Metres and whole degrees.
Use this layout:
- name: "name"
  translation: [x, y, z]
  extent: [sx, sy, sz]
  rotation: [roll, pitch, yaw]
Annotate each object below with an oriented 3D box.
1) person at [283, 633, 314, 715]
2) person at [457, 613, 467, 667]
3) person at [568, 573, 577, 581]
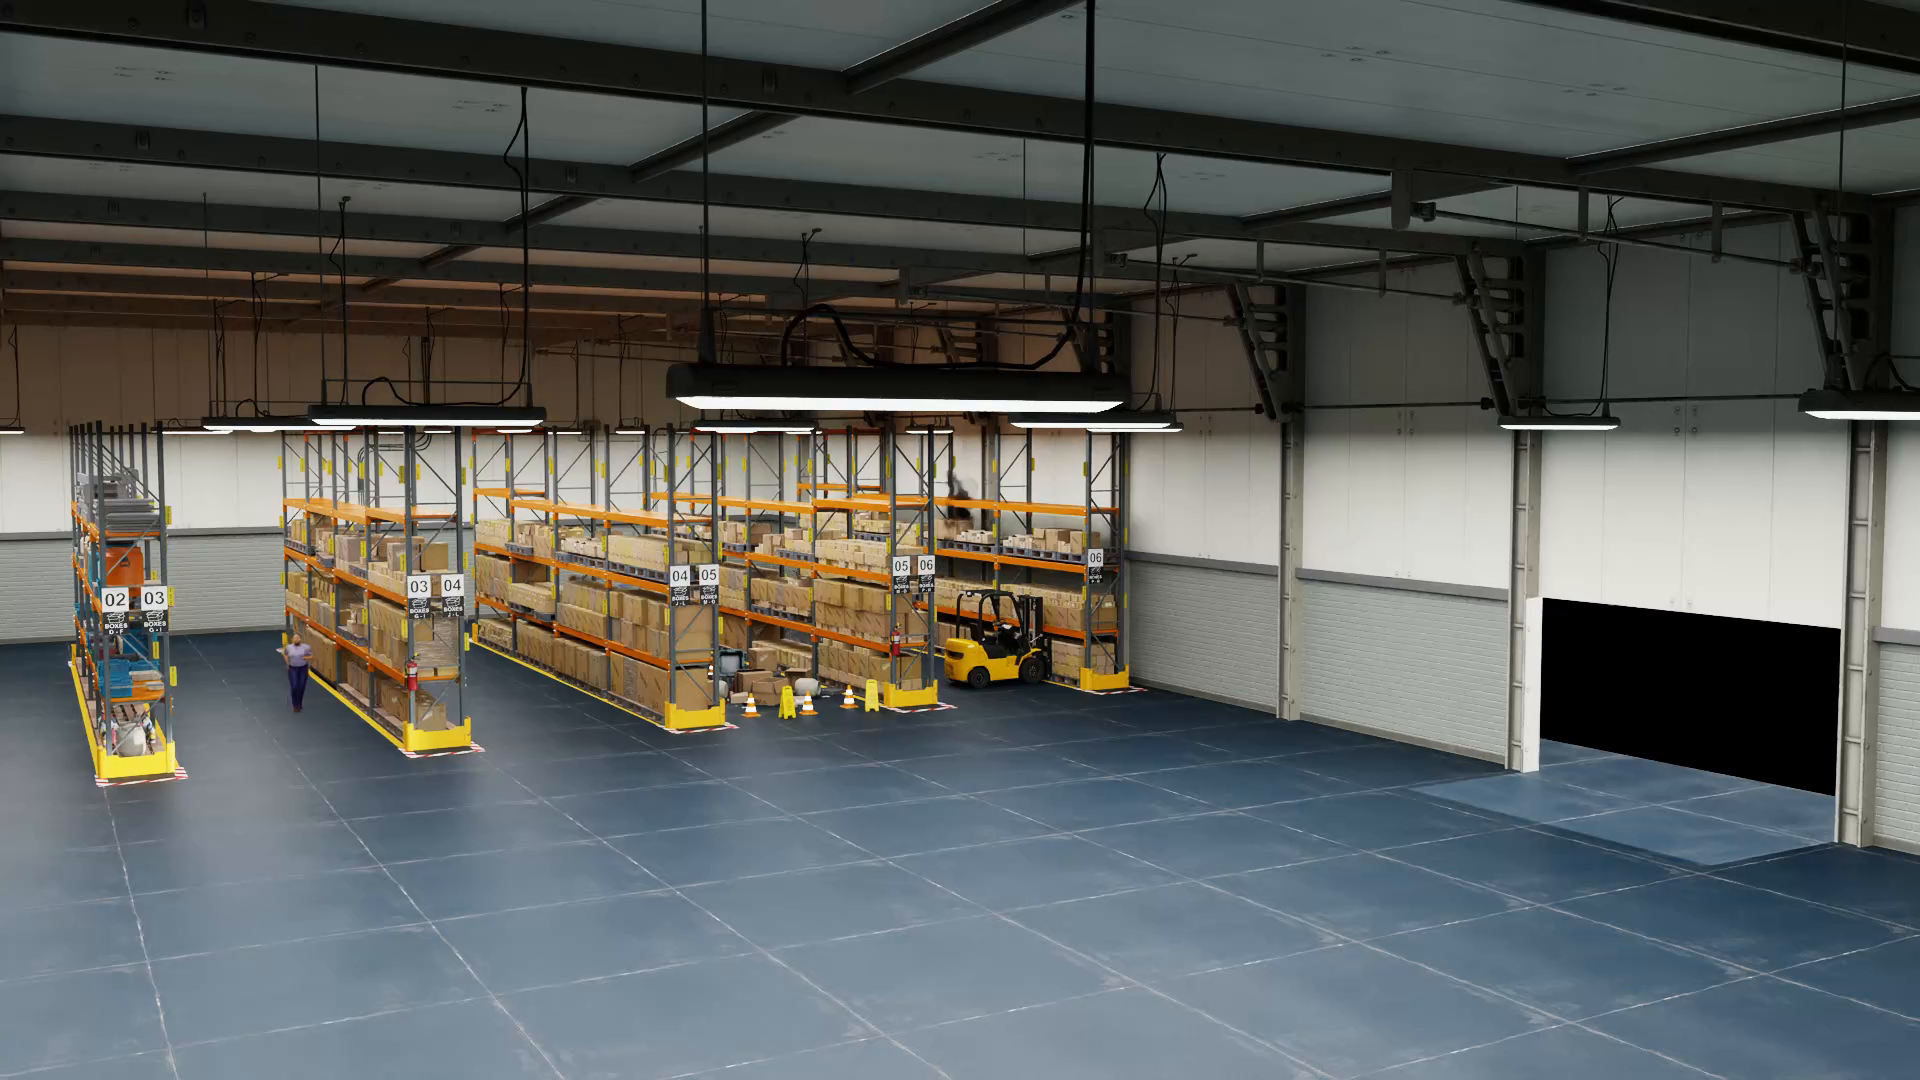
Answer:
- name: "person"
  translation: [-13.758, 2.774, 34.637]
  extent: [0.581, 1.697, 0.814]
  rotation: [-2, 4, -26]
- name: "person"
  translation: [-12.647, 2.334, 41.688]
  extent: [0.614, 1.638, 0.598]
  rotation: [-3, 4, -36]
- name: "person"
  translation: [-11.487, 1.840, 49.456]
  extent: [0.770, 1.702, 0.546]
  rotation: [-2, 4, -27]
